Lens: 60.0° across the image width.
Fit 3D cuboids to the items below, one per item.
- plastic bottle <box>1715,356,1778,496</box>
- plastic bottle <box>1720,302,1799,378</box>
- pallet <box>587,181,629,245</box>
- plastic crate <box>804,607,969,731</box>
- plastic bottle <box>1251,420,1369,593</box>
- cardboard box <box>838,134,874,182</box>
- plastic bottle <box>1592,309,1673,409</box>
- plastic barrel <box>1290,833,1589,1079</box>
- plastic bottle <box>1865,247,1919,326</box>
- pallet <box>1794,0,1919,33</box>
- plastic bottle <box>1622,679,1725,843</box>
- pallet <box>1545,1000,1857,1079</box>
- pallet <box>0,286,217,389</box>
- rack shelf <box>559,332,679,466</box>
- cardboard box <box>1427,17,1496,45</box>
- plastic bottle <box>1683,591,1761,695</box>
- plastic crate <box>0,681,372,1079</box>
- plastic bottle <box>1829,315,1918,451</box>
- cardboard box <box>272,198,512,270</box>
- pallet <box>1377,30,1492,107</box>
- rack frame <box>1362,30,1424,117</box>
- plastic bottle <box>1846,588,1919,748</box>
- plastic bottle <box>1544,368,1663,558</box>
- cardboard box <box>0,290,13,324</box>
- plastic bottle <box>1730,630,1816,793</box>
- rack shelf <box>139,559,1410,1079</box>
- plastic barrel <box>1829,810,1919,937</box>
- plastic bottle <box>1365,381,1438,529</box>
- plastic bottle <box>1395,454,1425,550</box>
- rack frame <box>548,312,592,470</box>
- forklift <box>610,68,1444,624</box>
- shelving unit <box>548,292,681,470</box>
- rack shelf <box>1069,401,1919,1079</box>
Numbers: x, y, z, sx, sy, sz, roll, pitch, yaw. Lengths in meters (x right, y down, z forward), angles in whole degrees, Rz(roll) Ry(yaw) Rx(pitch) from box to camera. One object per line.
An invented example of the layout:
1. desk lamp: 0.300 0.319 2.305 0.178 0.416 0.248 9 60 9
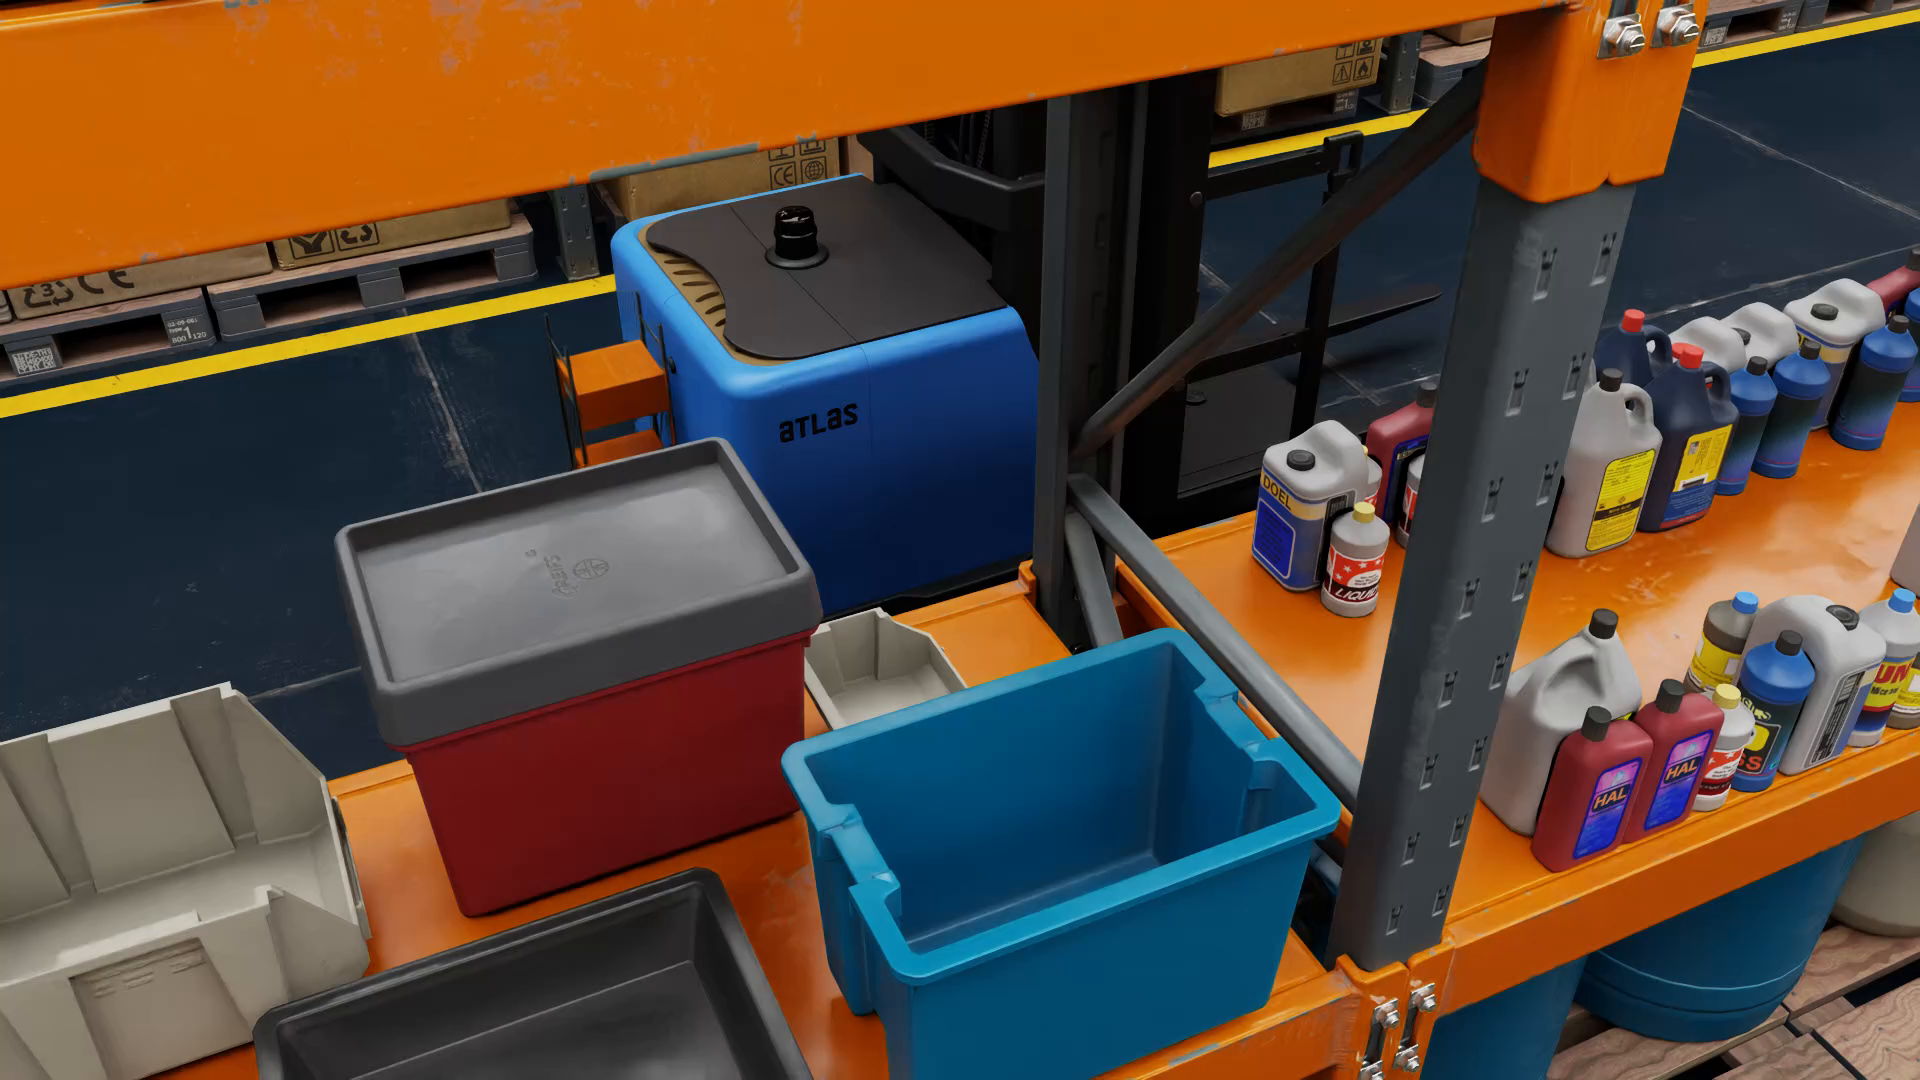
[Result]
1. plastic bottle: 1.470 -0.222 3.139 0.097 0.271 0.097 0 37 0
2. plastic bottle: 1.522 -0.320 3.268 0.135 0.276 0.152 -16 39 -20
3. pallet: -1.045 -1.629 7.269 1.213 0.211 1.003 -16 39 -20
4. plastic crate: -0.089 0.281 2.525 0.243 0.136 0.396 -16 39 -20
5. plastic bottle: 0.612 -0.066 2.925 0.135 0.276 0.152 -16 39 -20
6. cardboard box: -0.332 -2.228 7.166 0.875 0.875 1.225 -17 40 -21
7. plastic bottle: 1.253 -0.278 3.148 0.185 0.351 0.144 -16 39 -20
8. plastic barrel: 0.893 0.704 3.192 0.708 0.901 0.600 -16 39 -20
9. plastic bottle: 1.921 -0.465 3.457 0.133 0.283 0.061 -16 39 -20
10. pallet: 4.826 -3.220 9.414 1.213 0.211 1.003 -16 39 -20
11. plastic bottle: 1.027 0.308 2.414 0.133 0.283 0.061 -16 39 -20
12. pallet: 1.109 1.105 3.583 1.213 0.211 1.003 -16 39 -20
13. pallet: -3.539 -0.931 6.329 1.213 0.211 1.003 -16 39 -20
14. rack shelf: -0.902 -0.364 4.400 0.240 0.259 0.215 -17 40 -22
15. cardboard box: 2.508 -2.878 8.342 0.500 0.500 0.700 -18 40 -22
16. plastic bottle: 1.235 0.171 2.668 0.097 0.201 0.097 0 37 0
17. plastic crate: -1.068 0.469 2.149 0.530 0.282 0.437 -16 39 -20
18. plastic bottle: 1.801 -0.315 3.264 0.097 0.271 0.097 0 37 0
19. cardboard box: -2.343 -1.704 6.461 0.875 0.875 0.875 -16 39 -20
20. pallet: 2.618 -2.602 8.581 1.213 0.211 1.003 -16 39 -20
21. rack frame: 1.910 -3.525 7.485 0.127 3.000 1.000 -16 39 -20
22. plastic bottle: 1.422 0.191 2.583 0.097 0.271 0.097 0 37 0
23. plastic bottle: 1.147 -0.153 2.980 0.185 0.351 0.144 -16 39 -20
24. cardboard box: -3.963 -1.251 5.850 0.875 0.875 0.875 -16 39 -20
25. plastic bottle: 1.212 0.250 2.504 0.097 0.271 0.097 0 37 0
26. rack shelf: -1.417 0.953 2.051 4.000 0.370 1.077 -16 39 -20
27. plastic barrel: 2.083 0.586 3.678 0.421 0.512 0.421 0 37 0
28. plastic bottle: 0.802 -0.152 3.035 0.133 0.283 0.061 -16 39 -20
29. plastic bottle: 0.852 -0.081 3.008 0.097 0.201 0.097 0 37 0
30. rack frame: -1.011 -0.111 4.518 0.008 1.050 0.200 -17 40 -22
31. forklift: 0.559 -1.349 4.609 3.031 2.935 1.130 -17 40 -22
32. shelving unit: -0.902 -0.144 4.563 0.252 1.050 0.215 -17 40 -22
33. rack shelf: 2.204 -0.059 3.416 4.000 0.370 1.077 -16 39 -20
